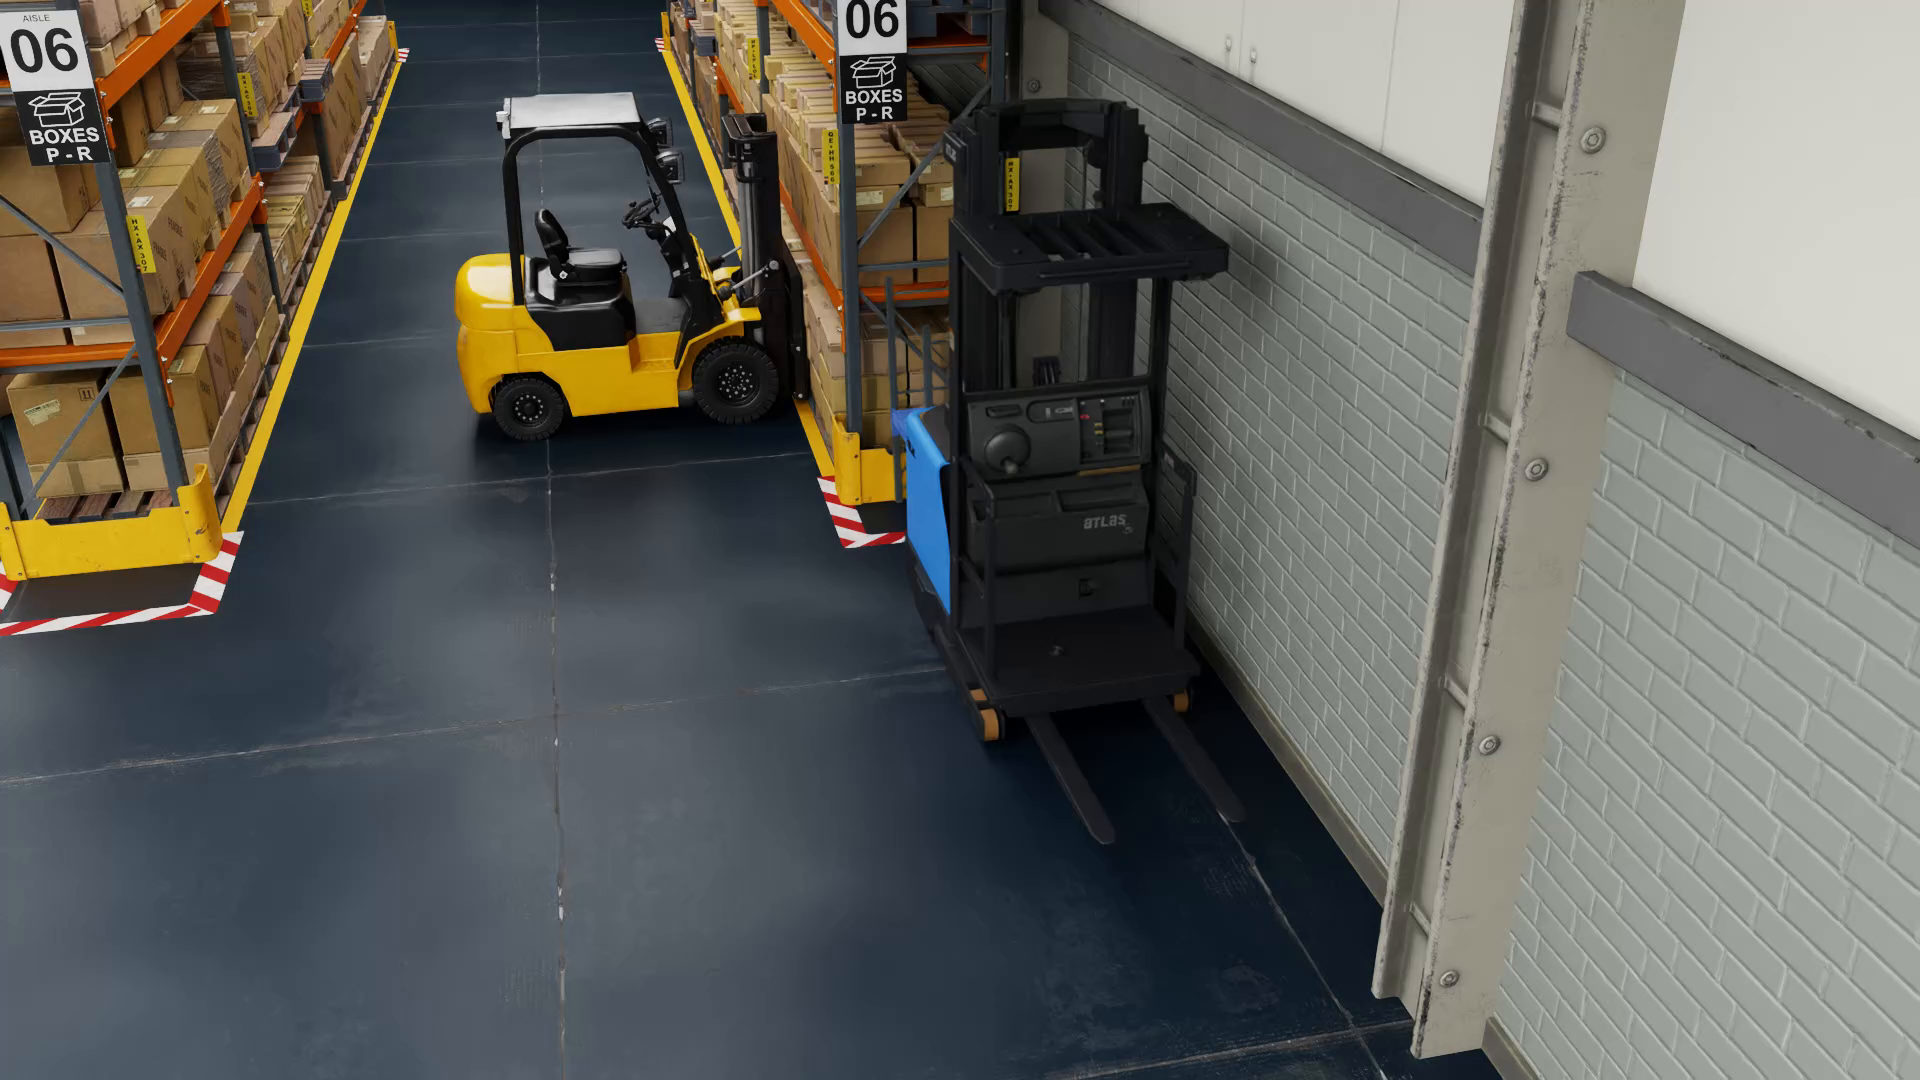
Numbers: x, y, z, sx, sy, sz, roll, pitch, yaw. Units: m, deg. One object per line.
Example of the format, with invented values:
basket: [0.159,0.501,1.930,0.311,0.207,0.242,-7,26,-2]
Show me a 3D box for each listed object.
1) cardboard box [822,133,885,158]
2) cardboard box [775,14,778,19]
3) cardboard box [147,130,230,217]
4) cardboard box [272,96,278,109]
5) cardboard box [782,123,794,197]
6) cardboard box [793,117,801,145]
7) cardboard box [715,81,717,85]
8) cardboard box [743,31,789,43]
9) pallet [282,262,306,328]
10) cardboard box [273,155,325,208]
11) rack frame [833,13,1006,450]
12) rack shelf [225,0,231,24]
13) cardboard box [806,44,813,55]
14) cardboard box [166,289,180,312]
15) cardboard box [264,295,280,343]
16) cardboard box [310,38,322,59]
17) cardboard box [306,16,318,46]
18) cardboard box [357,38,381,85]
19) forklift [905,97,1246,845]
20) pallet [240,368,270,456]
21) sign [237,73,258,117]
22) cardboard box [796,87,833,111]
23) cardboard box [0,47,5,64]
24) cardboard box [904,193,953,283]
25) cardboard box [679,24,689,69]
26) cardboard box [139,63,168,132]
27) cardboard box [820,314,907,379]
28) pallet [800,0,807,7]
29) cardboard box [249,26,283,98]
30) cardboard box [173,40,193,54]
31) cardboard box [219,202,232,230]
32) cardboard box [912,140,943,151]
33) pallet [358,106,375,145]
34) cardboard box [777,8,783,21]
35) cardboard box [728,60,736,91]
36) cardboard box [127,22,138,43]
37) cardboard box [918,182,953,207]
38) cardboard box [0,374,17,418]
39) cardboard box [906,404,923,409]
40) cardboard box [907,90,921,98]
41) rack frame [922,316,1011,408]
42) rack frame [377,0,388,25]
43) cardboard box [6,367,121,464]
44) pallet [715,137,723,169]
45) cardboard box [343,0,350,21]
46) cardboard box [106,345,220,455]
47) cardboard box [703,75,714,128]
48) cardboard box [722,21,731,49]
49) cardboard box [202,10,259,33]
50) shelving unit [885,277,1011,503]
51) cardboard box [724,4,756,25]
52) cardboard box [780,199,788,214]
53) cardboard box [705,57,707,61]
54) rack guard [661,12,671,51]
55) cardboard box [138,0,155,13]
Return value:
cardboard box: [-0.688,-2.521,10.755,0.380,0.149,0.250,-5,27,-10]
cardboard box: [-1.661,-5.200,16.836,0.500,0.250,0.500,-5,27,-10]
cardboard box: [-5.381,-2.506,11.445,0.500,0.500,0.500,-5,27,-10]
cardboard box: [-6.041,-3.754,14.172,0.380,0.149,0.250,-6,27,-11]
cardboard box: [-1.038,-2.831,12.419,0.500,0.500,0.500,-6,27,-12]
cardboard box: [-0.987,-2.944,11.922,0.380,0.149,0.250,-7,28,-13]
cardboard box: [-2.500,-5.002,18.419,0.380,0.149,0.250,-7,28,-13]
cardboard box: [-1.742,-4.477,14.959,0.380,0.149,0.250,-6,27,-11]
pallet: [-6.144,-2.048,14.073,1.003,0.211,1.213,-6,27,-12]
cardboard box: [-6.751,-3.473,16.251,0.950,0.372,0.625,-8,28,-15]
rack frame: [-0.231,-1.701,10.291,1.000,3.000,0.127,-6,27,-12]
rack shelf: [-6.418,-4.847,13.994,1.077,0.370,4.000,-6,27,-12]
cardboard box: [-1.145,-4.310,14.630,0.380,0.149,0.250,-6,27,-12]
cardboard box: [-4.992,-1.487,10.147,0.380,0.149,0.250,-7,28,-13]
cardboard box: [-5.572,-1.679,12.833,0.500,0.250,0.500,-5,27,-9]
cardboard box: [-6.734,-4.881,16.757,0.500,0.250,0.500,-6,27,-12]
cardboard box: [-6.742,-5.111,16.659,0.500,0.250,0.500,-6,27,-12]
cardboard box: [-8.009,-6.186,21.555,0.875,0.438,0.875,-7,28,-13]
forklift: [0.550,-0.498,7.985,1.130,2.935,3.031,-7,28,-13]
pallet: [-5.503,-0.879,11.756,1.003,0.211,1.213,-6,27,-12]
sign: [-5.440,-3.396,12.689,0.100,0.325,0.005,-6,27,-12]
cardboard box: [-0.982,-3.196,12.093,0.380,0.149,0.250,-6,27,-12]
cardboard box: [-5.533,-2.776,9.372,0.380,0.149,0.250,-5,27,-10]
cardboard box: [-0.072,-1.991,10.755,0.500,0.500,0.500,-5,27,-10]
cardboard box: [-3.402,-6.683,22.471,0.700,0.500,0.500,-7,28,-14]
cardboard box: [-5.985,-3.133,11.578,0.700,0.500,0.500,-6,27,-11]
cardboard box: [-0.638,-1.278,10.928,0.500,0.250,0.500,-5,27,-10]
pallet: [-0.643,-3.850,11.318,1.003,0.211,1.213,-6,27,-12]
cardboard box: [-6.005,-3.989,13.918,0.500,0.500,0.500,-6,27,-12]
cardboard box: [-6.408,-3.713,13.371,0.500,0.500,0.500,-6,27,-11]
cardboard box: [-5.366,-2.283,11.723,0.380,0.149,0.250,-6,27,-12]
cardboard box: [-0.097,-2.460,10.634,0.380,0.149,0.250,-5,27,-10]
pallet: [-7.523,-4.887,19.699,1.003,0.211,1.213,-6,27,-12]
cardboard box: [-1.596,-5.201,16.396,0.380,0.149,0.250,-6,27,-12]
cardboard box: [-1.940,-4.480,15.963,0.500,0.250,0.500,-7,28,-13]
cardboard box: [-5.140,-3.049,9.912,0.380,0.149,0.250,-7,28,-13]
cardboard box: [-0.054,-2.210,10.470,0.380,0.149,0.250,-7,28,-13]
cardboard box: [-7.051,-1.228,12.125,0.500,0.500,0.500,13,30,24]
cardboard box: [-0.151,-0.896,11.282,0.500,0.250,0.500,-6,27,-11]
cardboard box: [-0.482,-3.135,11.971,0.380,0.149,0.250,-5,27,-10]
rack frame: [0.054,-0.539,9.581,0.500,1.500,0.032,-7,25,-12]
rack frame: [-8.671,-8.219,23.205,1.000,3.000,0.127,-6,27,-12]
cardboard box: [-5.500,-0.815,10.289,0.500,0.500,0.500,-6,27,-11]
pallet: [-2.165,-4.300,18.534,1.003,0.211,1.213,-6,27,-12]
cardboard box: [-7.423,-6.225,19.421,0.500,0.250,0.500,-7,28,-13]
cardboard box: [-4.984,-0.883,10.423,0.500,0.500,0.500,-7,28,-13]
cardboard box: [-2.696,-5.125,19.382,0.500,0.500,0.500,-7,28,-13]
cardboard box: [-2.060,-4.930,16.299,0.500,0.250,0.500,-5,27,-10]
cardboard box: [-6.074,-4.315,13.842,0.380,0.149,0.250,-4,27,-9]
shelving unit: [-0.069,-0.742,10.030,0.538,1.500,1.048,-7,25,-12]
cardboard box: [-2.104,-5.150,16.294,0.380,0.149,0.250,-5,27,-10]
cardboard box: [-1.329,-2.619,13.586,0.500,0.250,0.500,-6,27,-12]
cardboard box: [-2.907,-5.920,20.239,0.380,0.149,0.250,-7,28,-14]
rack guard: [-3.819,-7.576,24.704,1.175,0.500,0.348,-6,27,-12]
cardboard box: [-5.164,-3.294,9.955,0.500,0.250,0.500,-5,27,-10]
